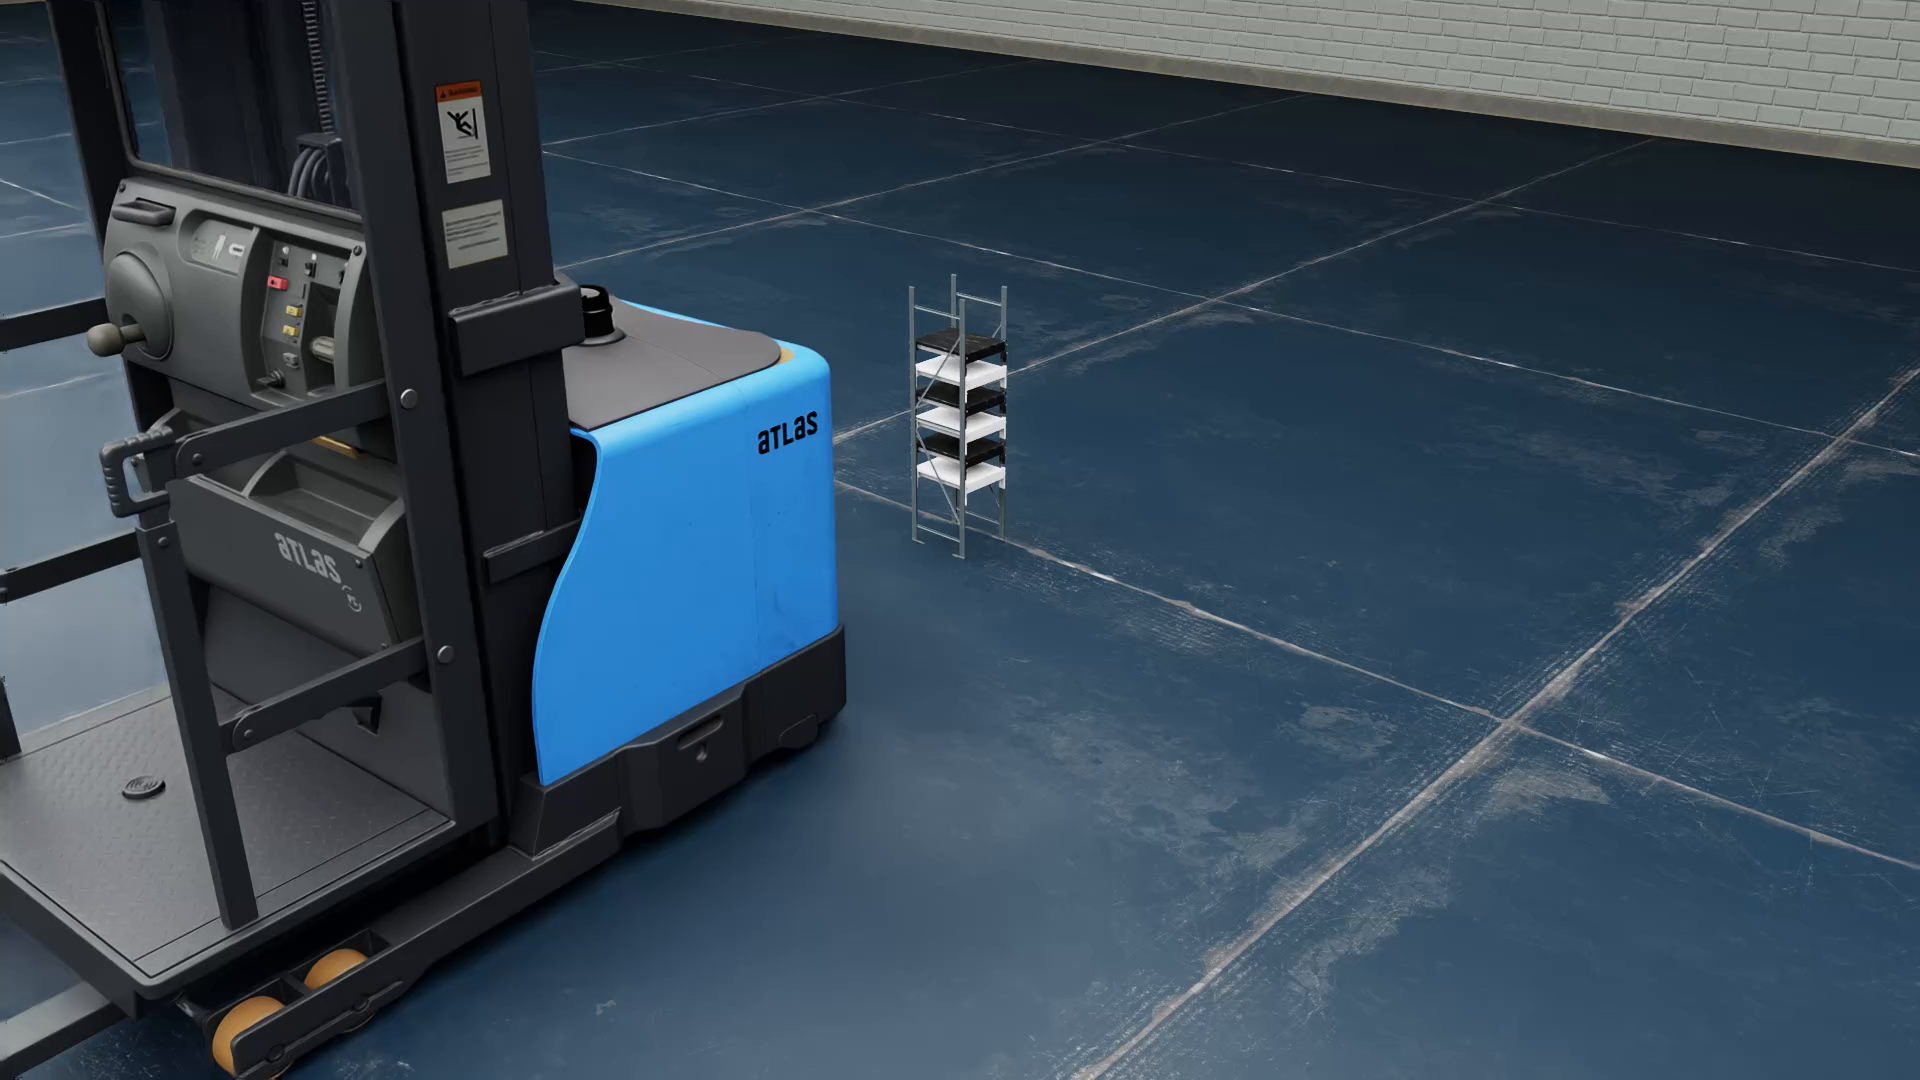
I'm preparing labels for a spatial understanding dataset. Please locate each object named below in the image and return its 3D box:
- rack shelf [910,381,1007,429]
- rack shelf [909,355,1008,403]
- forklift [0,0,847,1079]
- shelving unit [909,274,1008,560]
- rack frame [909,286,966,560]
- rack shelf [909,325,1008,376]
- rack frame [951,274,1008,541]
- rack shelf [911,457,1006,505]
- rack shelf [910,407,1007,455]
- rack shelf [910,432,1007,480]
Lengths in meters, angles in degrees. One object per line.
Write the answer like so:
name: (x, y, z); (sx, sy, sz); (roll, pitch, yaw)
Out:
rack shelf: (-0.005, -0.460, 5.537); (0.258, 0.077, 0.200); (20, 31, 38)
rack shelf: (-0.005, -0.542, 5.500); (0.258, 0.077, 0.200); (20, 31, 38)
forklift: (-1.618, -0.480, 3.239); (1.130, 2.935, 3.031); (18, 30, 34)
shelving unit: (-0.005, -0.408, 5.560); (0.258, 0.900, 0.210); (20, 31, 38)
rack frame: (-0.073, -0.377, 5.491); (0.240, 0.900, 0.006); (20, 31, 38)
rack shelf: (-0.005, -0.624, 5.464); (0.258, 0.077, 0.200); (20, 31, 38)
rack frame: (0.062, -0.439, 5.629); (0.240, 0.900, 0.006); (20, 31, 38)
rack shelf: (-0.005, -0.213, 5.648); (0.258, 0.077, 0.200); (20, 31, 38)
rack shelf: (-0.005, -0.378, 5.574); (0.258, 0.077, 0.200); (20, 31, 38)
rack shelf: (-0.005, -0.296, 5.611); (0.258, 0.077, 0.200); (20, 31, 38)
